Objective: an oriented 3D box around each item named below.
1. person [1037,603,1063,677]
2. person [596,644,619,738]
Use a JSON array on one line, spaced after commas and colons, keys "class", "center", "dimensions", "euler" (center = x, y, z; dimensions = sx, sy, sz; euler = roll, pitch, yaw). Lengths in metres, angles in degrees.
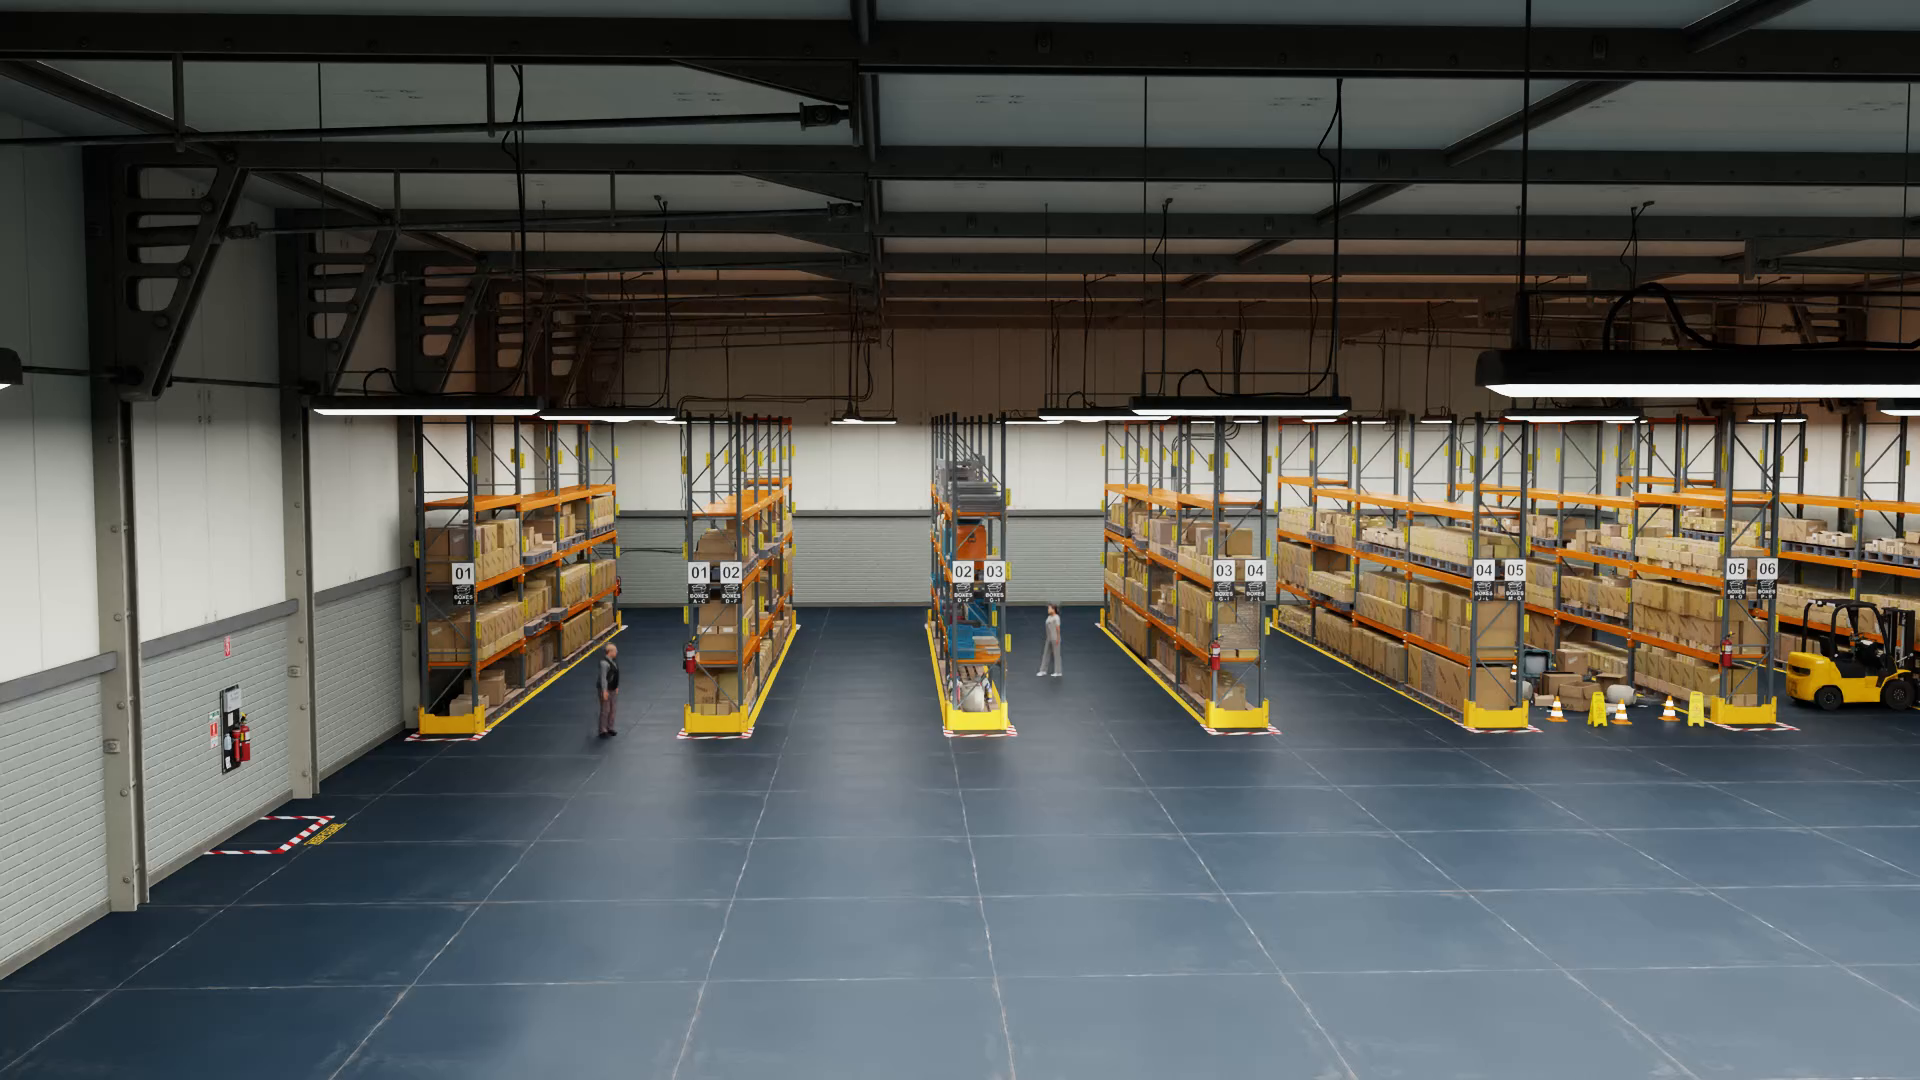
[{"class": "person", "center": [2.055, 2.292, 38.022], "dimensions": [0.559, 1.684, 0.474], "euler": [-2, 4, -27]}, {"class": "person", "center": [-6.510, 2.782, 30.700], "dimensions": [0.389, 1.726, 0.574], "euler": [1, 4, 11]}]
